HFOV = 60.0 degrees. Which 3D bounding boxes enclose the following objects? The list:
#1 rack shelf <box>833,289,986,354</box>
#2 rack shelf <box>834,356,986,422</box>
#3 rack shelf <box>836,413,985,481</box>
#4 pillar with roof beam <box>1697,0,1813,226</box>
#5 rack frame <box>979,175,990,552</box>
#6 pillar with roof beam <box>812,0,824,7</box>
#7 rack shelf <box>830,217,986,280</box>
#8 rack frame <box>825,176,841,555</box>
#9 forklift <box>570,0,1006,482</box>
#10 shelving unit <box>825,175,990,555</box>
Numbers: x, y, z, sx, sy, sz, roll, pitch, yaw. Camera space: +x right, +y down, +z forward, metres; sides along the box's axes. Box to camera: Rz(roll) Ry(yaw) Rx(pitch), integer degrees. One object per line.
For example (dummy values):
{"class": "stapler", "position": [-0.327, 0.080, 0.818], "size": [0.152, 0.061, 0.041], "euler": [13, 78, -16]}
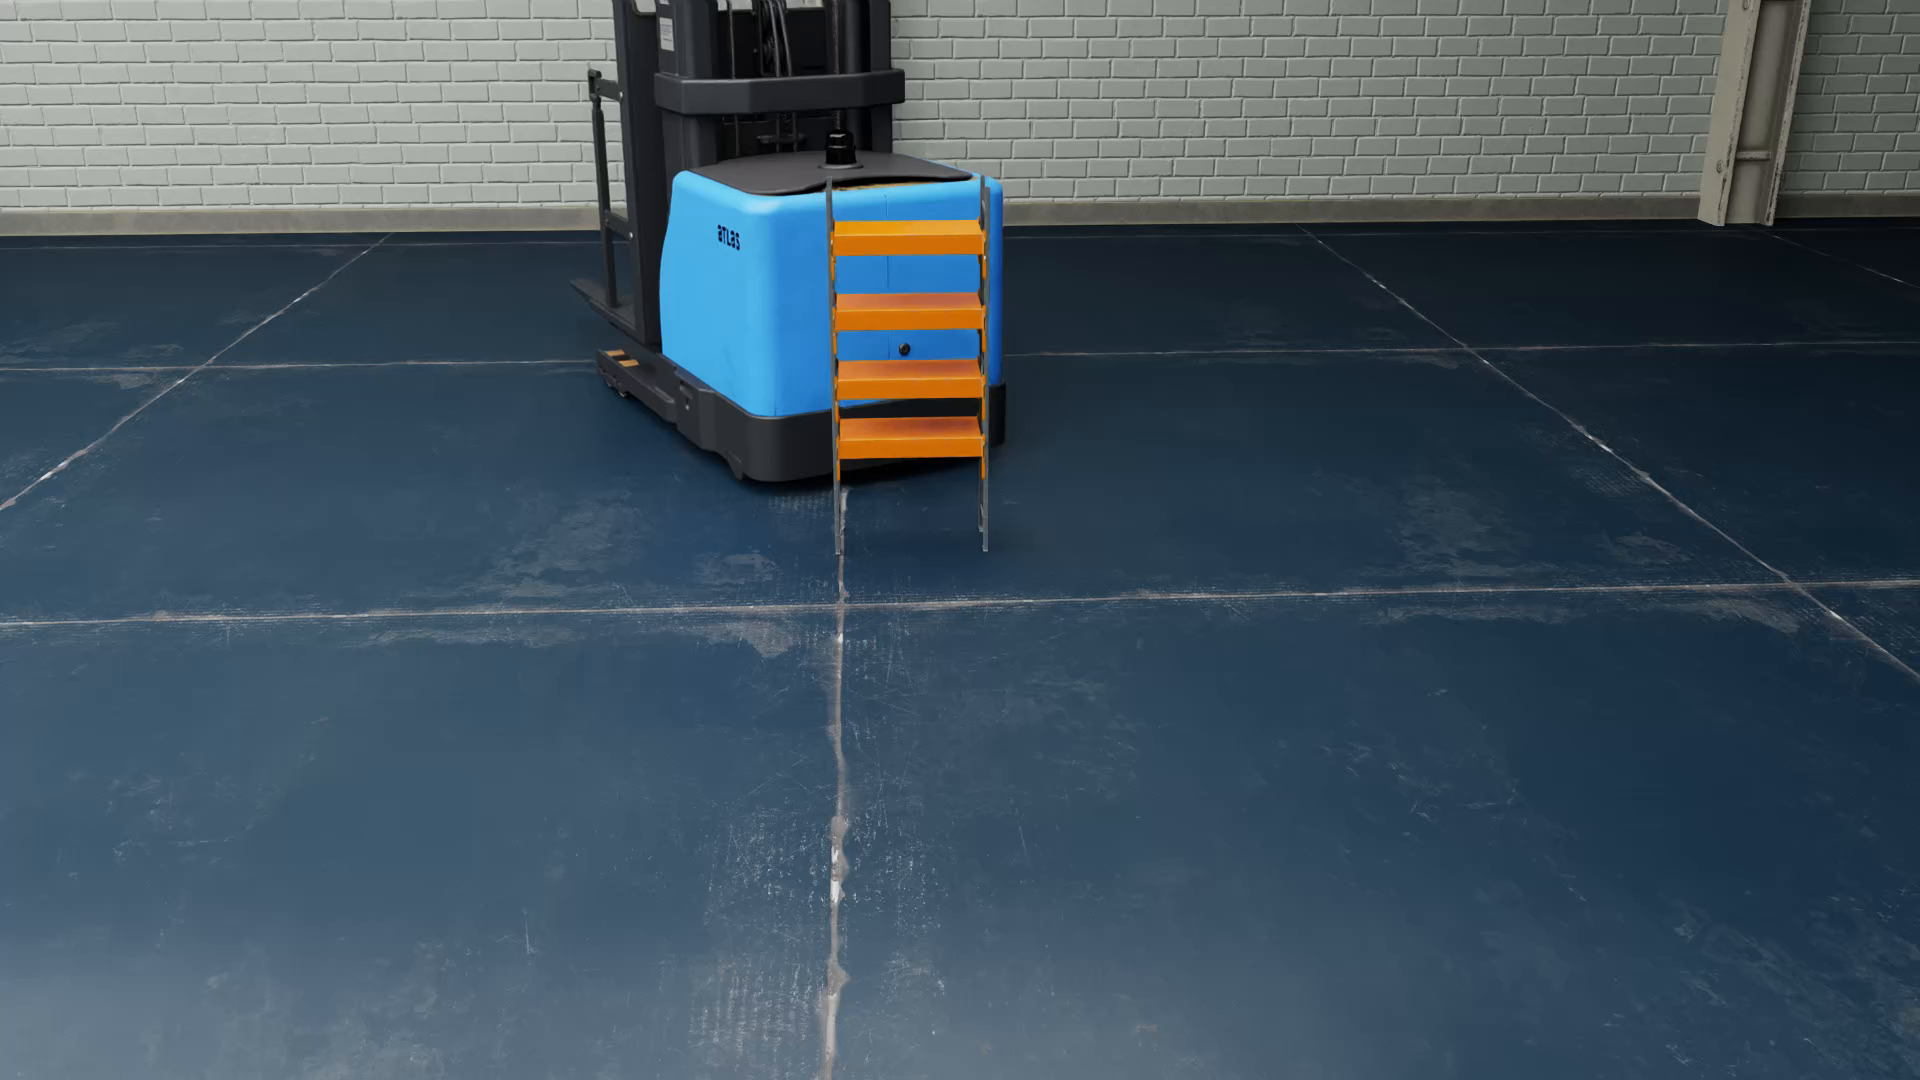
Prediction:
{"class": "rack shelf", "position": [-0.165, -0.704, 5.343], "size": [0.480, 0.148, 0.258], "euler": [-1, 21, -3]}
{"class": "rack shelf", "position": [-0.165, -0.495, 5.423], "size": [0.480, 0.148, 0.258], "euler": [-1, 21, -3]}
{"class": "rack shelf", "position": [-0.165, -0.309, 5.493], "size": [0.480, 0.148, 0.258], "euler": [-1, 21, -3]}
{"class": "pillar with roof beam", "position": [5.511, -4.842, 5.693], "size": [0.400, 9.000, 9.100], "euler": [-1, 21, -3]}
{"class": "rack frame", "position": [0.078, -0.562, 5.412], "size": [0.015, 1.200, 0.240], "euler": [-1, 21, -3]}
{"class": "pillar with roof beam", "position": [-0.479, -4.721, 5.372], "size": [0.400, 9.000, 9.100], "euler": [-1, 21, -3]}
{"class": "rack shelf", "position": [-0.165, -0.925, 5.259], "size": [0.480, 0.148, 0.258], "euler": [-1, 21, -3]}
{"class": "rack frame", "position": [-0.409, -0.552, 5.386], "size": [0.015, 1.200, 0.240], "euler": [-1, 21, -3]}
{"class": "forklift", "position": [-0.966, -2.059, 6.909], "size": [1.130, 2.935, 3.031], "euler": [-11, 23, -26]}
{"class": "shelving unit", "position": [-0.165, -0.557, 5.399], "size": [0.503, 1.200, 0.258], "euler": [-1, 21, -3]}
